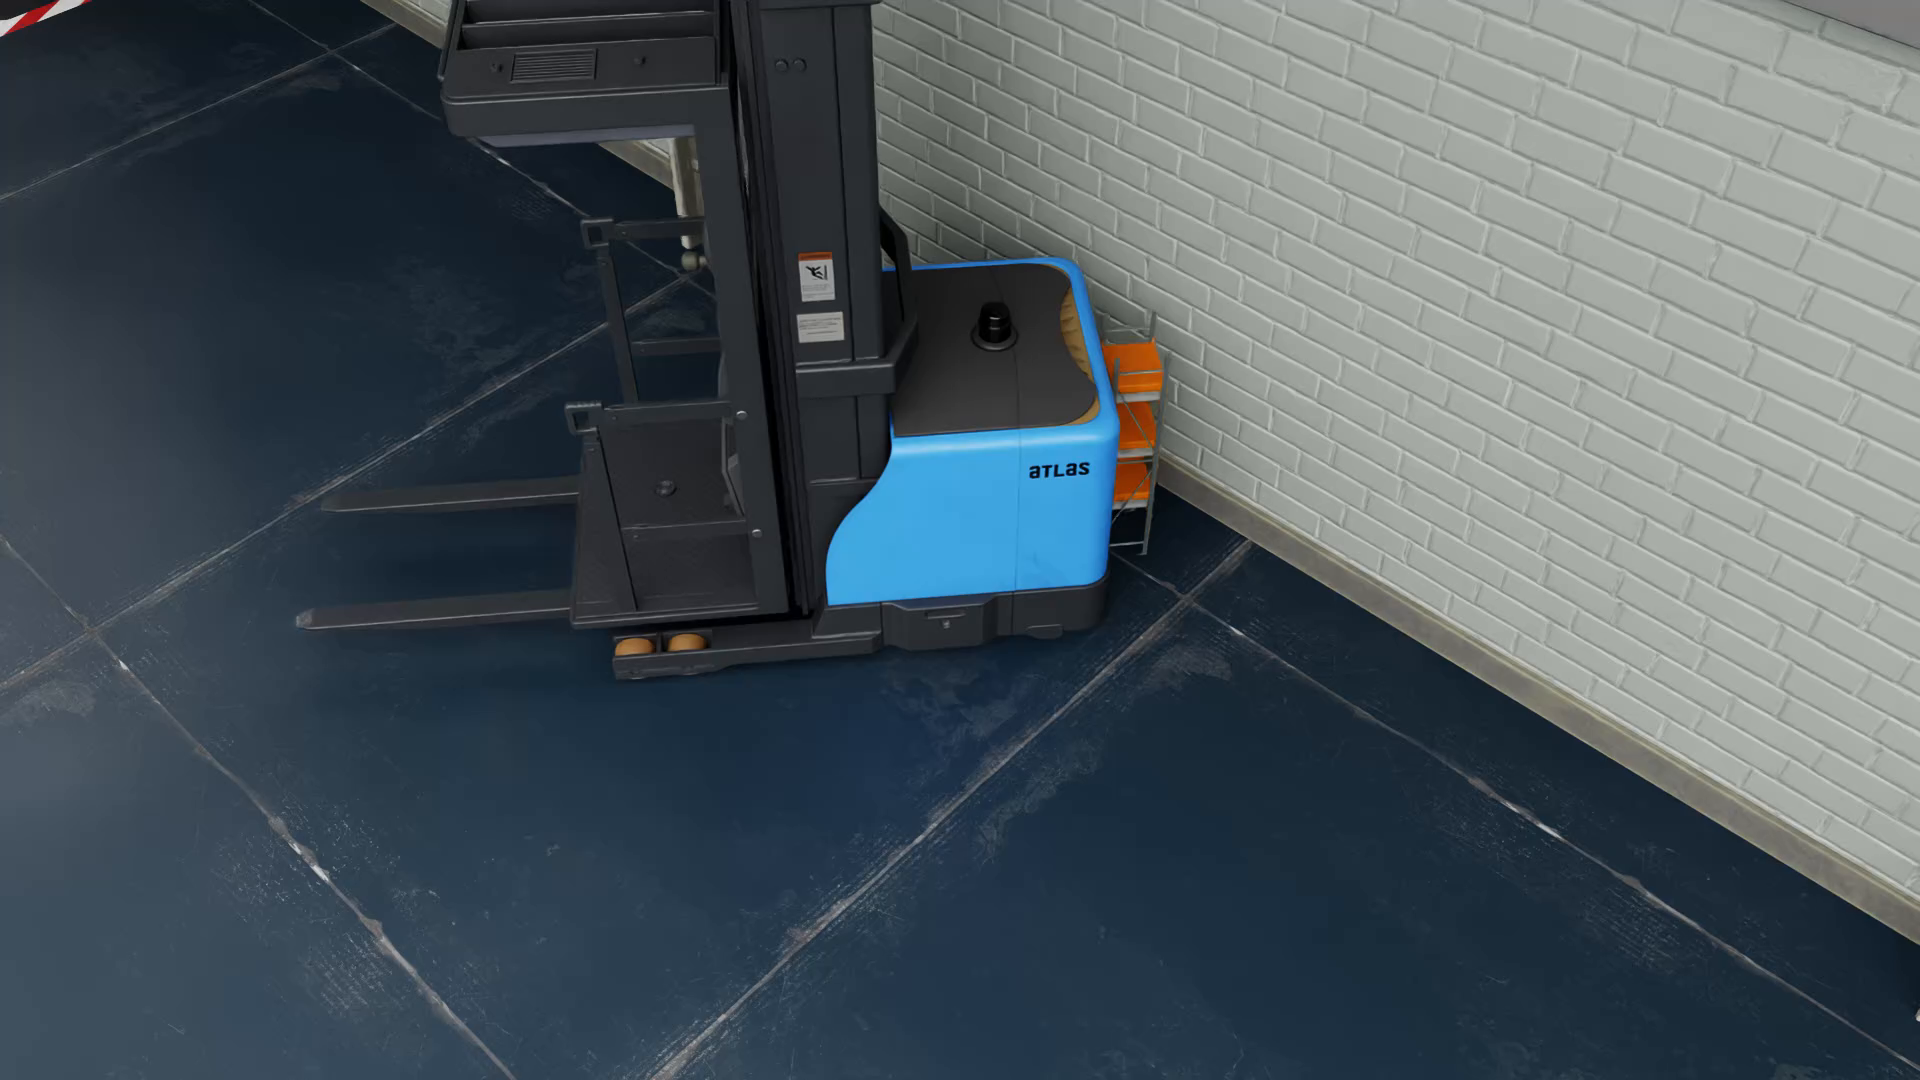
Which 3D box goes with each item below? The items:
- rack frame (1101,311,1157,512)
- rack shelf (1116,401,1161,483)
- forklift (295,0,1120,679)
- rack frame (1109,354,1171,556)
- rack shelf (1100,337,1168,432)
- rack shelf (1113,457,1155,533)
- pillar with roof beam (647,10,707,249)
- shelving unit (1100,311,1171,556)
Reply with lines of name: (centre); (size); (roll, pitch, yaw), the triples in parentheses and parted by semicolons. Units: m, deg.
rack frame: (0.622, -0.471, 6.472); (0.200, 1.050, 0.008); (-5, 47, -5)
rack shelf: (0.637, -0.375, 6.397); (0.215, 0.259, 0.240); (-5, 47, -5)
forklift: (-0.987, -0.887, 5.573); (3.031, 2.935, 1.130); (-4, 47, -4)
rack frame: (0.652, -0.294, 6.306); (0.200, 1.050, 0.008); (-5, 47, -5)
rack shelf: (0.637, -0.569, 6.190); (0.215, 0.259, 0.240); (-5, 47, -5)
rack shelf: (0.637, -0.185, 6.599); (0.215, 0.259, 0.240); (-5, 47, -5)
pillar with roof beam: (-4.028, -2.197, 2.640); (0.400, 9.000, 9.100); (34, 55, 28)
shelving unit: (0.637, -0.382, 6.389); (0.215, 1.050, 0.252); (-5, 47, -5)
